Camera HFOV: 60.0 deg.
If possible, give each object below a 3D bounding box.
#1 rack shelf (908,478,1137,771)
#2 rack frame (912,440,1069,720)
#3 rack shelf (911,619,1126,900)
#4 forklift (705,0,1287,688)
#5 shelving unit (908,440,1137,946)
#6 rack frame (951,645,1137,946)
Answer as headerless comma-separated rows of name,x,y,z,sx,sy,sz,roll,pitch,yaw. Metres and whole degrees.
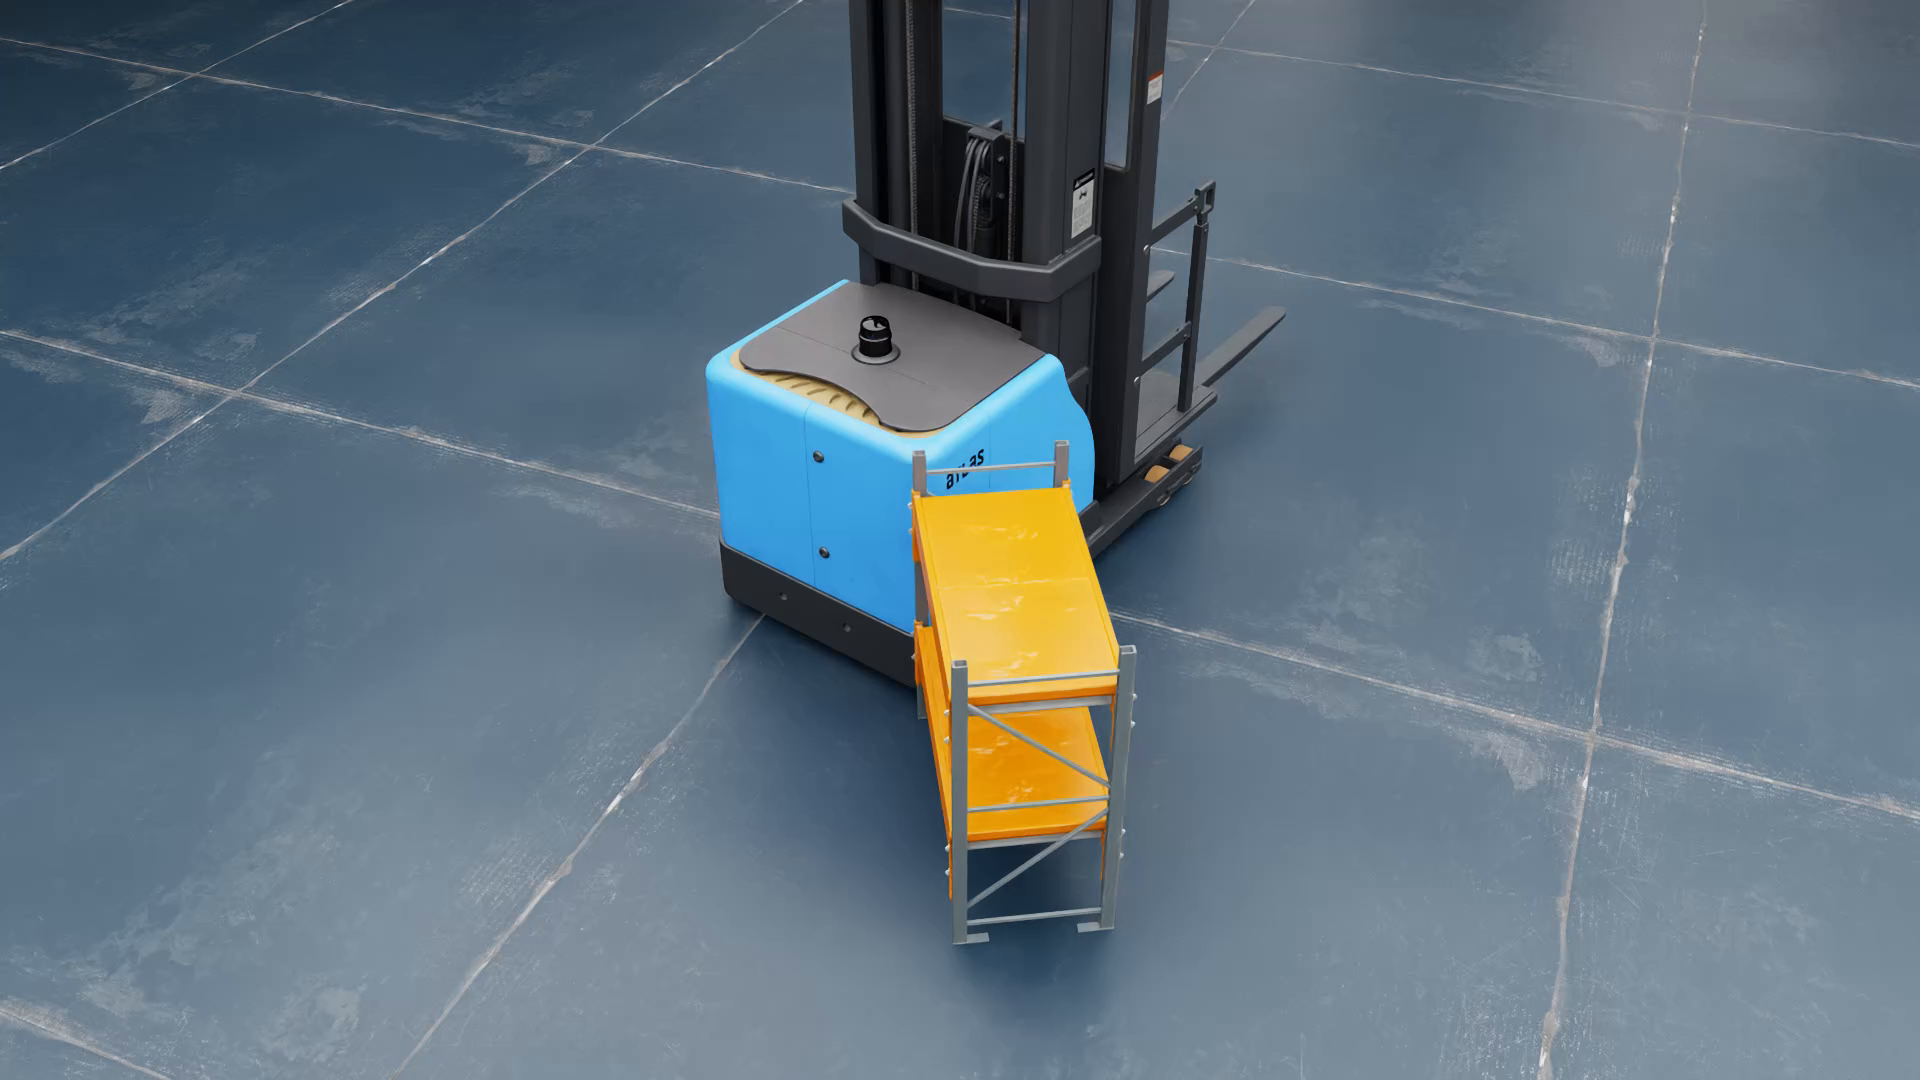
rack shelf,0.162,0.226,5.019,0.538,0.278,1.000,-4,37,-6
rack frame,0.098,0.159,5.598,0.500,1.125,0.032,-4,37,-6
rack shelf,0.162,0.656,5.341,0.538,0.278,1.000,-4,37,-6
forklift,0.372,-1.475,6.275,1.130,2.935,3.031,24,43,28
shelving unit,0.162,0.461,5.194,0.538,1.125,1.048,-4,37,-6
rack frame,0.225,0.762,4.790,0.500,1.125,0.032,-4,37,-6
